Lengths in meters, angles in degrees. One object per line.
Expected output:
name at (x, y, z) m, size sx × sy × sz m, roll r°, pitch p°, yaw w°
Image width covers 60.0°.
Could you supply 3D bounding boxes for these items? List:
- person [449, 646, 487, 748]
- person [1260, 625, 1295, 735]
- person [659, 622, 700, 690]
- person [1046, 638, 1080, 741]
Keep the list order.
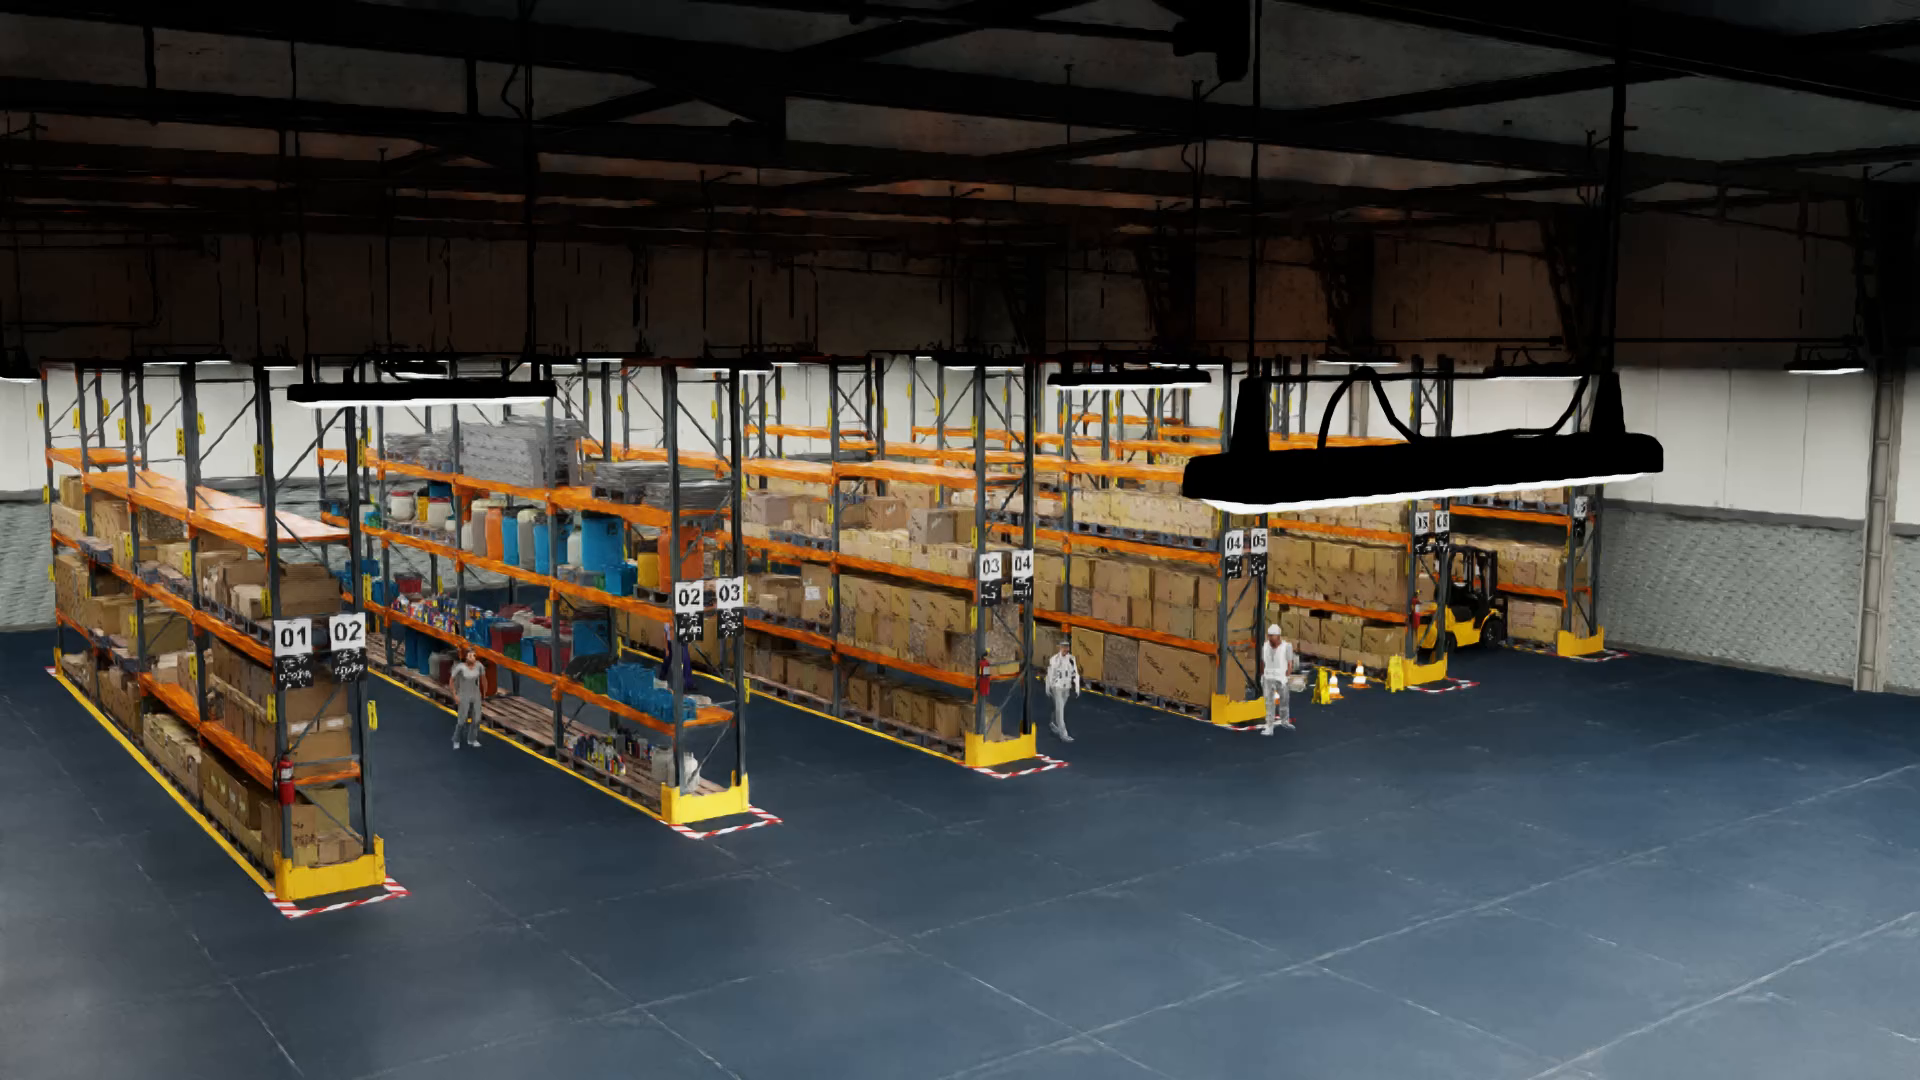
person at (-7.640, 2.439, 25.842) m, size 0.580 × 1.618 × 0.507 m, roll -5°, pitch 9°, yaw -37°
person at (5.112, 2.237, 26.849) m, size 0.570 × 1.781 × 0.715 m, roll 3°, pitch 8°, yaw 26°
person at (-5.165, 1.923, 30.172) m, size 0.479 × 1.567 × 1.090 m, roll -5°, pitch 8°, yaw -34°
person at (1.644, 2.336, 26.480) m, size 0.482 × 1.621 × 0.997 m, roll -4°, pitch 8°, yaw -28°
